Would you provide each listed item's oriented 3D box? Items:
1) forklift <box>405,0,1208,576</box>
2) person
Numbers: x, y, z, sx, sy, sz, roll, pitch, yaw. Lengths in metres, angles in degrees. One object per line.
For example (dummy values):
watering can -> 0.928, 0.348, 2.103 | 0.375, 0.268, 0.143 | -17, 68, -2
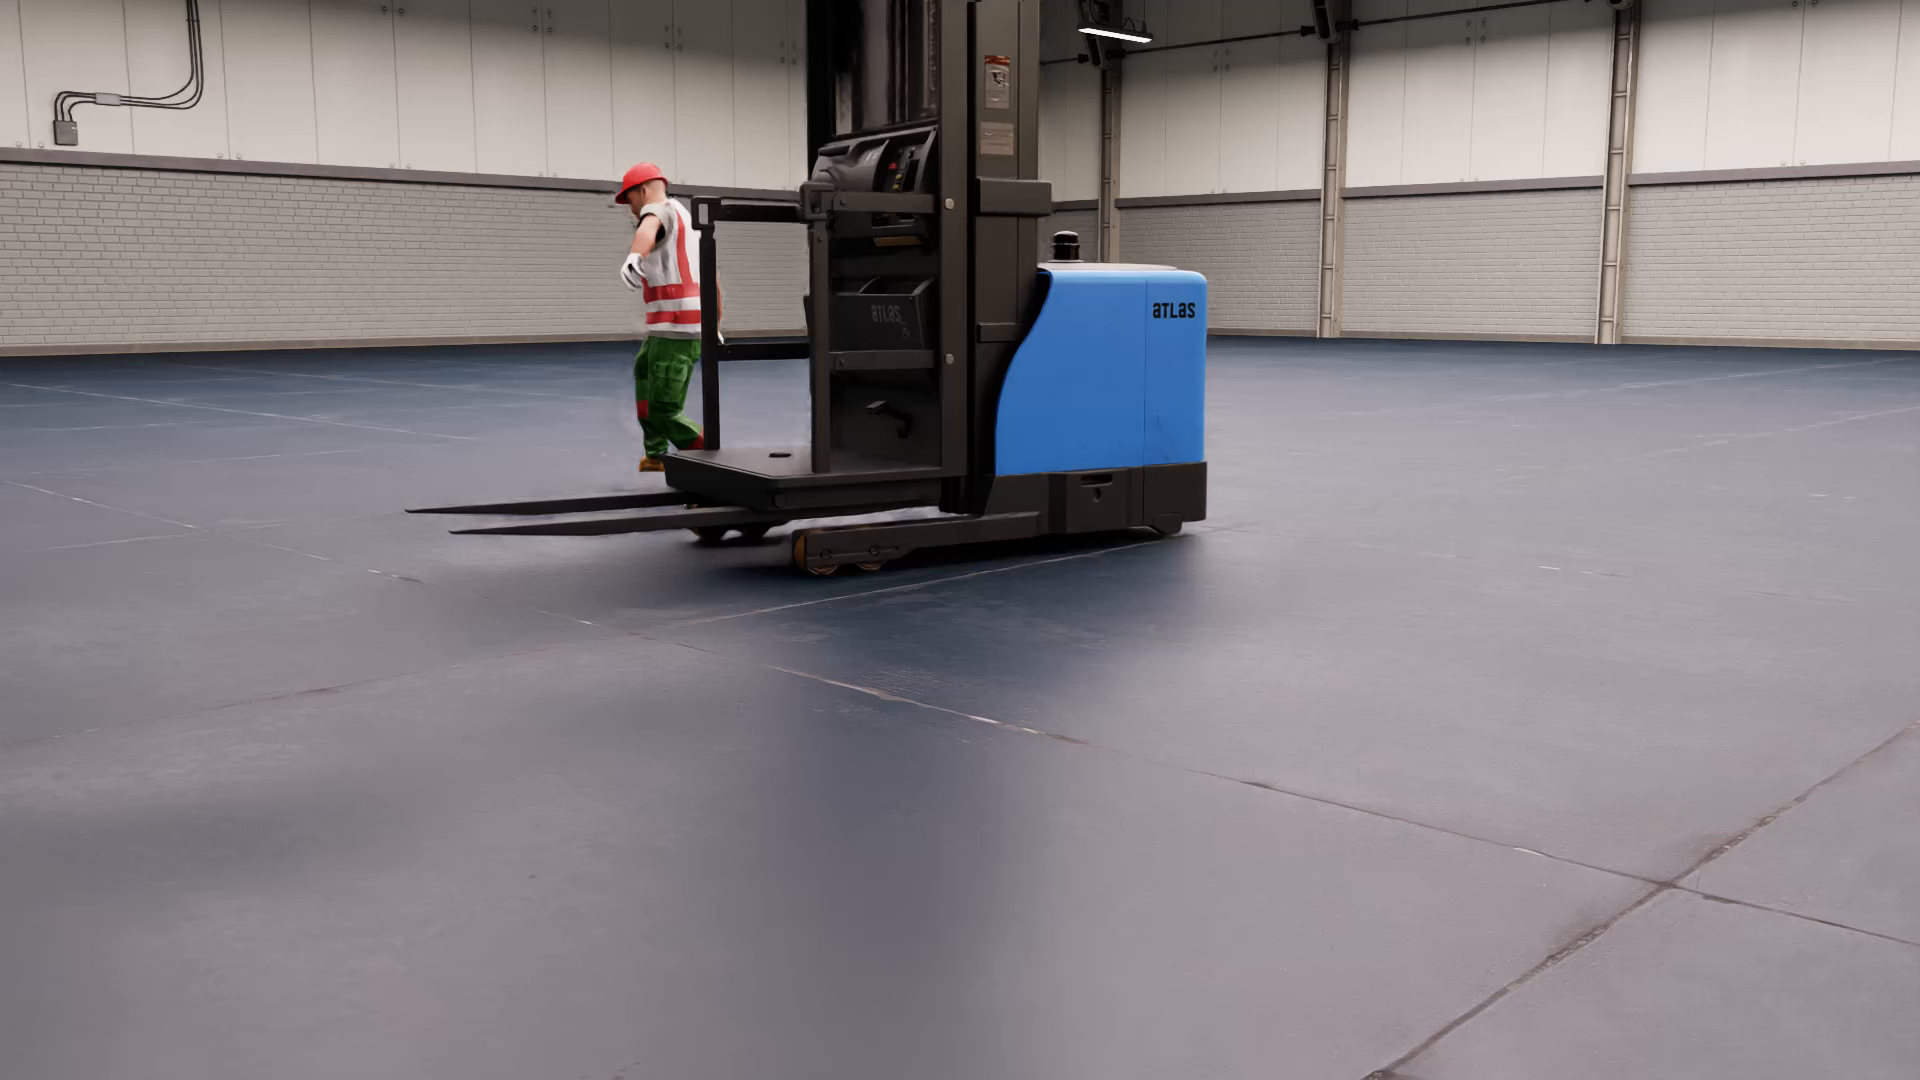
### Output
forklift -> -0.518, -1.412, 6.253 | 3.031, 2.935, 1.130 | -5, 10, -31
person -> -1.416, -0.980, 8.037 | 0.621, 1.690, 1.212 | 1, 9, 6
